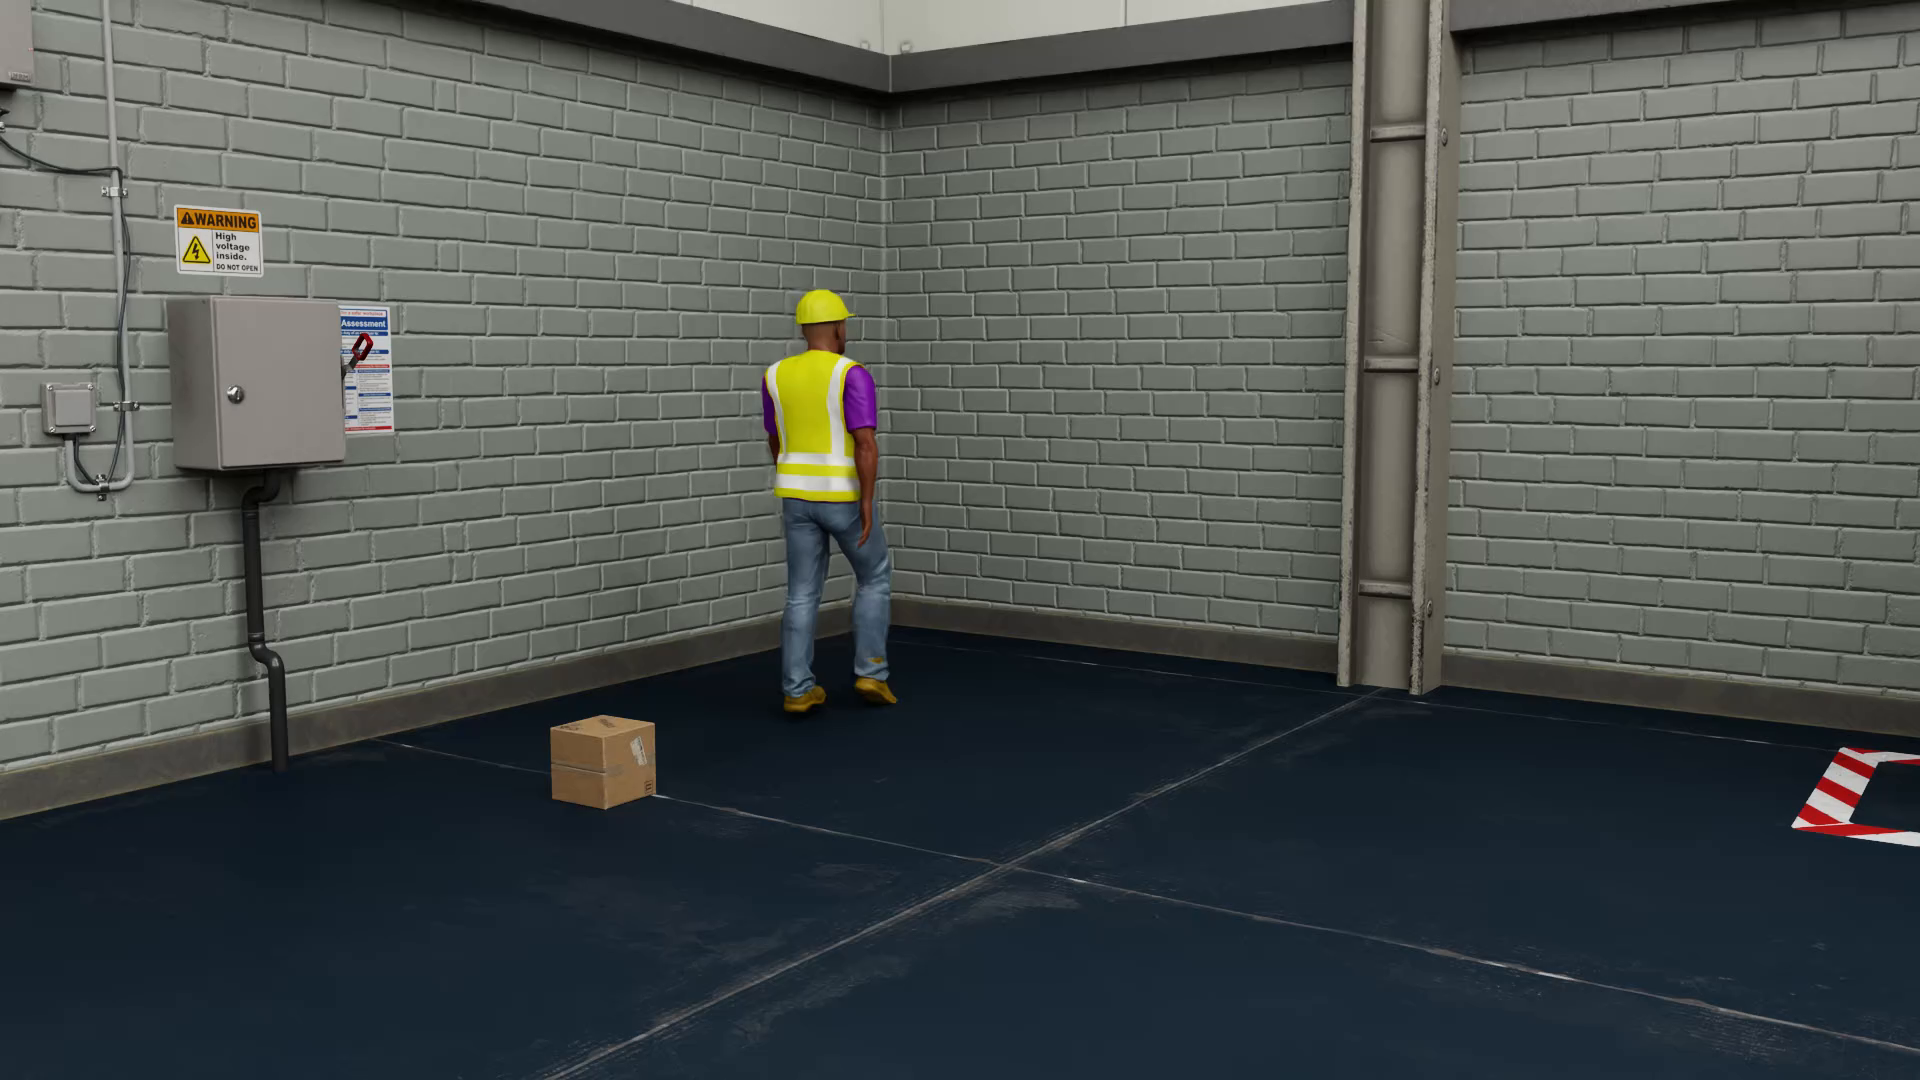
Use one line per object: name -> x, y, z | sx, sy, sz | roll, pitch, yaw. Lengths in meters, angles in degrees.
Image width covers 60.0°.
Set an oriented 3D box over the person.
person -> -0.554, -0.138, 7.044 | 0.582, 1.825, 0.628 | 3, 7, 24
